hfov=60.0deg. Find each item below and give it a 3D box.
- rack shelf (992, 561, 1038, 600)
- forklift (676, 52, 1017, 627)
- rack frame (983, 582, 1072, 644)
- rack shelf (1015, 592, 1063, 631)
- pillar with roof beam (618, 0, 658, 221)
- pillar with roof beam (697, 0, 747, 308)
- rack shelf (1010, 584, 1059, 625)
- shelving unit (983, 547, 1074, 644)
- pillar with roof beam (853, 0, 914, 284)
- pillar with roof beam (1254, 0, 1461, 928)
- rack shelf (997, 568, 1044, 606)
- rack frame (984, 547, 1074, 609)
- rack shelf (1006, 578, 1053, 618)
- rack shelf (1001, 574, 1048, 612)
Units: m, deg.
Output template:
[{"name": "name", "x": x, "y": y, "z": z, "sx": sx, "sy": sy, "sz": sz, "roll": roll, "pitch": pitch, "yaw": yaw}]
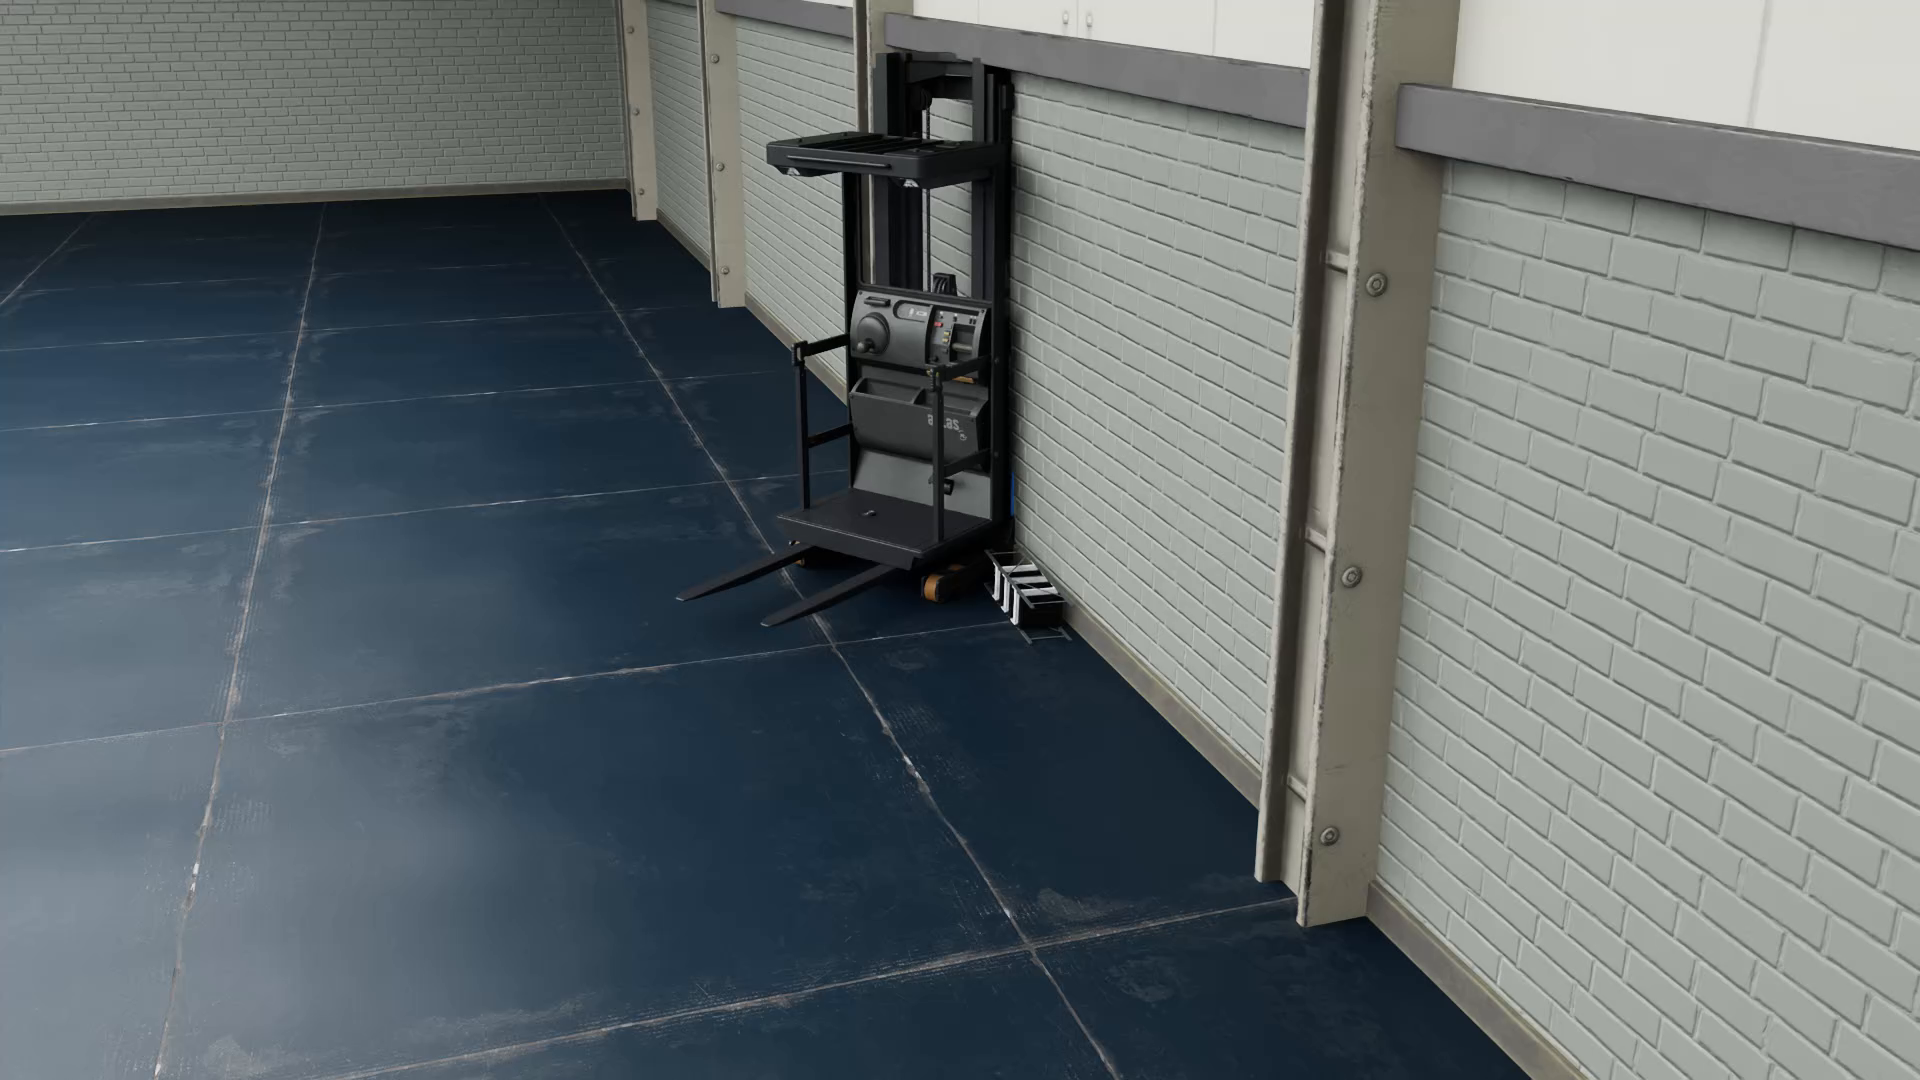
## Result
[{"name": "rack shelf", "x": 0.314, "y": 0.228, "z": 9.444, "sx": 0.258, "sy": 0.200, "sz": 0.077, "roll": -4, "pitch": 21, "yaw": -15}, {"name": "forklift", "x": -0.366, "y": -1.208, "z": 9.443, "sx": 1.130, "sy": 2.935, "sz": 3.031, "roll": 14, "pitch": 24, "yaw": 33}, {"name": "rack frame", "x": 0.368, "y": 0.395, "z": 9.285, "sx": 0.240, "sy": 0.006, "sz": 0.900, "roll": -4, "pitch": 21, "yaw": -15}, {"name": "rack shelf", "x": 0.433, "y": 0.378, "z": 9.037, "sx": 0.258, "sy": 0.200, "sz": 0.077, "roll": -4, "pitch": 21, "yaw": -15}, {"name": "pillar with roof beam", "x": -8.358, "y": -8.161, "z": 19.826, "sx": 9.100, "sy": 9.000, "sz": 0.400, "roll": -6, "pitch": 21, "yaw": -17}, {"name": "pillar with roof beam", "x": -6.472, "y": -6.236, "z": 14.465, "sx": 9.100, "sy": 9.000, "sz": 0.400, "roll": -6, "pitch": 21, "yaw": -17}, {"name": "rack shelf", "x": 0.409, "y": 0.348, "z": 9.118, "sx": 0.258, "sy": 0.200, "sz": 0.077, "roll": -4, "pitch": 21, "yaw": -15}, {"name": "shelving unit", "x": 0.371, "y": 0.299, "z": 9.251, "sx": 0.258, "sy": 0.210, "sz": 0.900, "roll": -4, "pitch": 21, "yaw": -15}, {"name": "pillar with roof beam", "x": -4.586, "y": -4.310, "z": 9.104, "sx": 9.100, "sy": 9.000, "sz": 0.400, "roll": -6, "pitch": 21, "yaw": -17}, {"name": "pillar with roof beam", "x": -2.700, "y": -2.385, "z": 3.744, "sx": 9.100, "sy": 9.000, "sz": 0.400, "roll": -6, "pitch": 21, "yaw": -17}, {"name": "rack shelf", "x": 0.338, "y": 0.258, "z": 9.362, "sx": 0.258, "sy": 0.200, "sz": 0.077, "roll": -4, "pitch": 21, "yaw": -15}, {"name": "rack frame", "x": 0.374, "y": 0.204, "z": 9.216, "sx": 0.240, "sy": 0.006, "sz": 0.900, "roll": -4, "pitch": 21, "yaw": -15}, {"name": "rack shelf", "x": 0.386, "y": 0.318, "z": 9.200, "sx": 0.258, "sy": 0.200, "sz": 0.077, "roll": -4, "pitch": 21, "yaw": -15}, {"name": "rack shelf", "x": 0.362, "y": 0.288, "z": 9.281, "sx": 0.258, "sy": 0.200, "sz": 0.077, "roll": -4, "pitch": 21, "yaw": -15}]
